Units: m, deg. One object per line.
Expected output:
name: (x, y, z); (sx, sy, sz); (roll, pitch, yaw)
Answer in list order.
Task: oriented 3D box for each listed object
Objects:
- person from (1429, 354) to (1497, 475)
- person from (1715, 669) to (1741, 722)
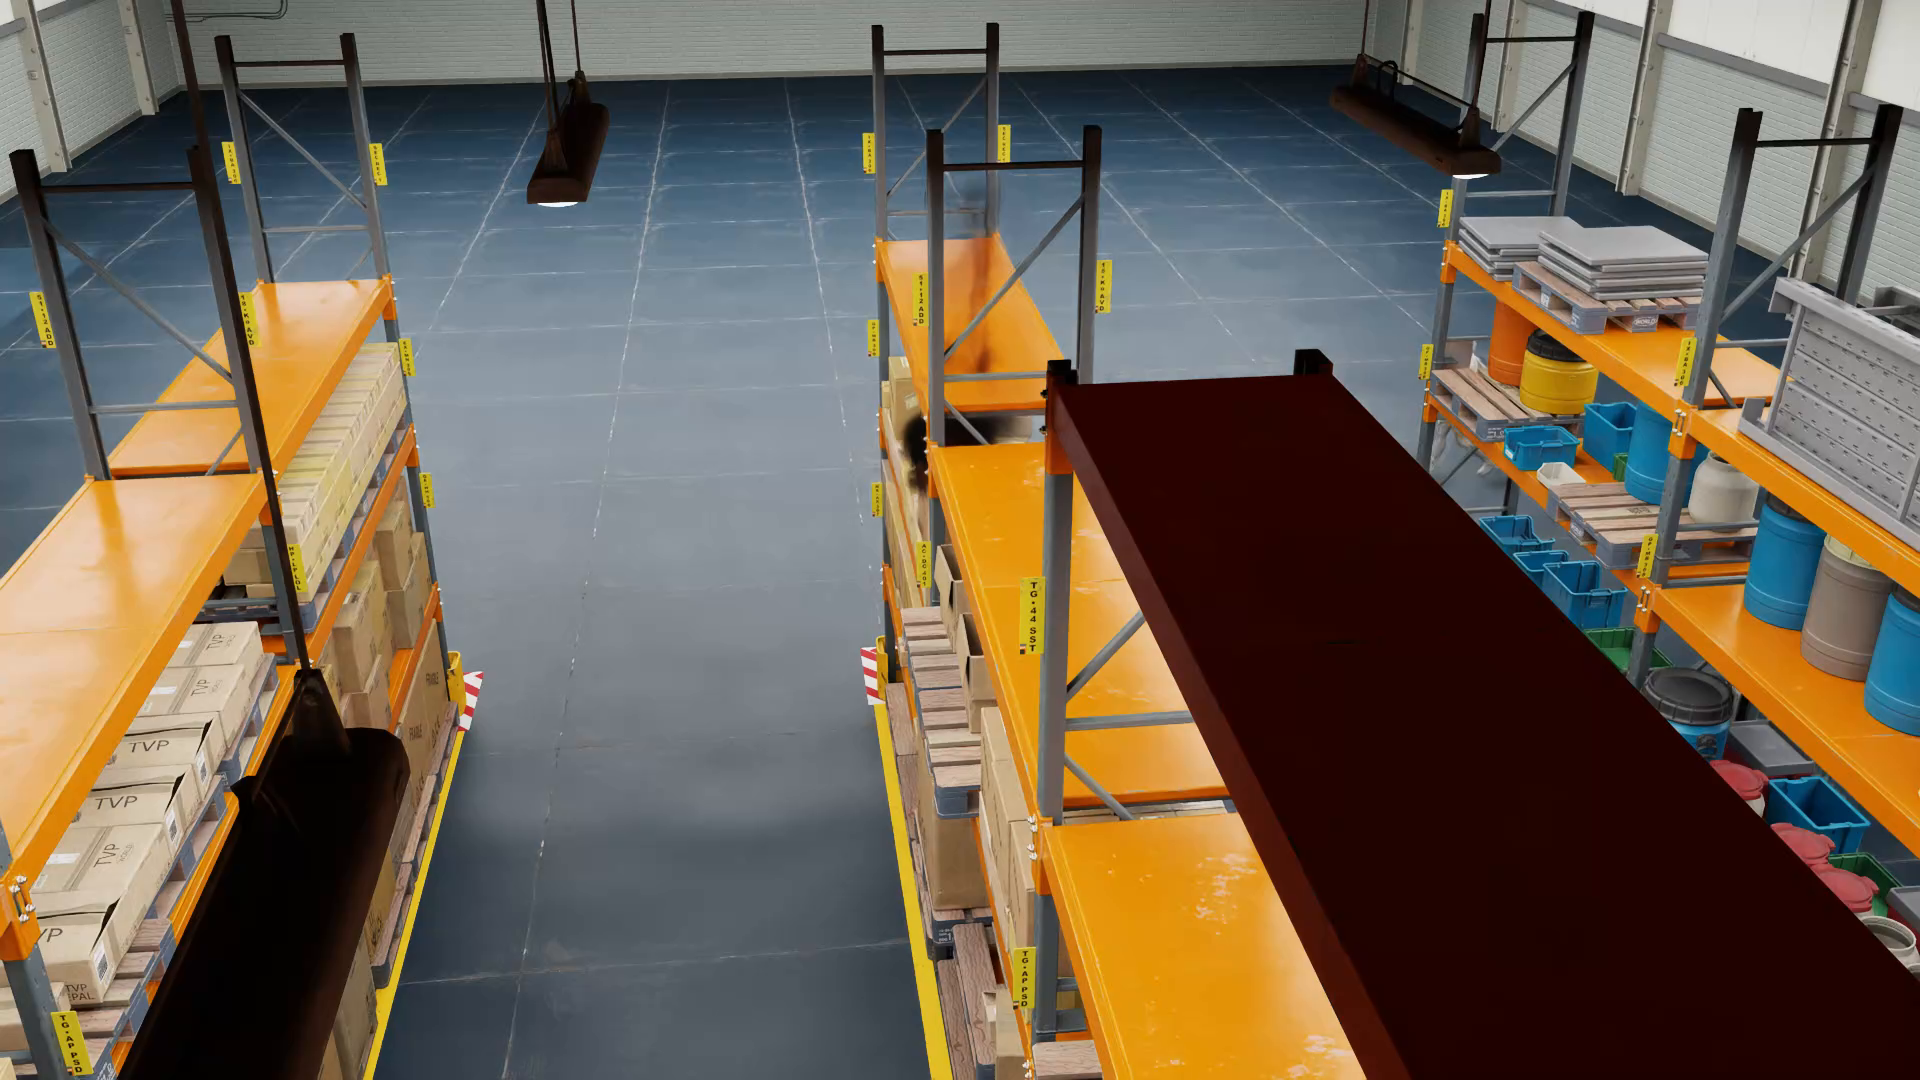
person: (5.952, -1.555, 19.723); (1.037, 1.762, 0.727); (9, 27, 18)
person: (6.548, 1.312, 13.793); (0.630, 1.712, 0.929); (-6, 26, -11)
